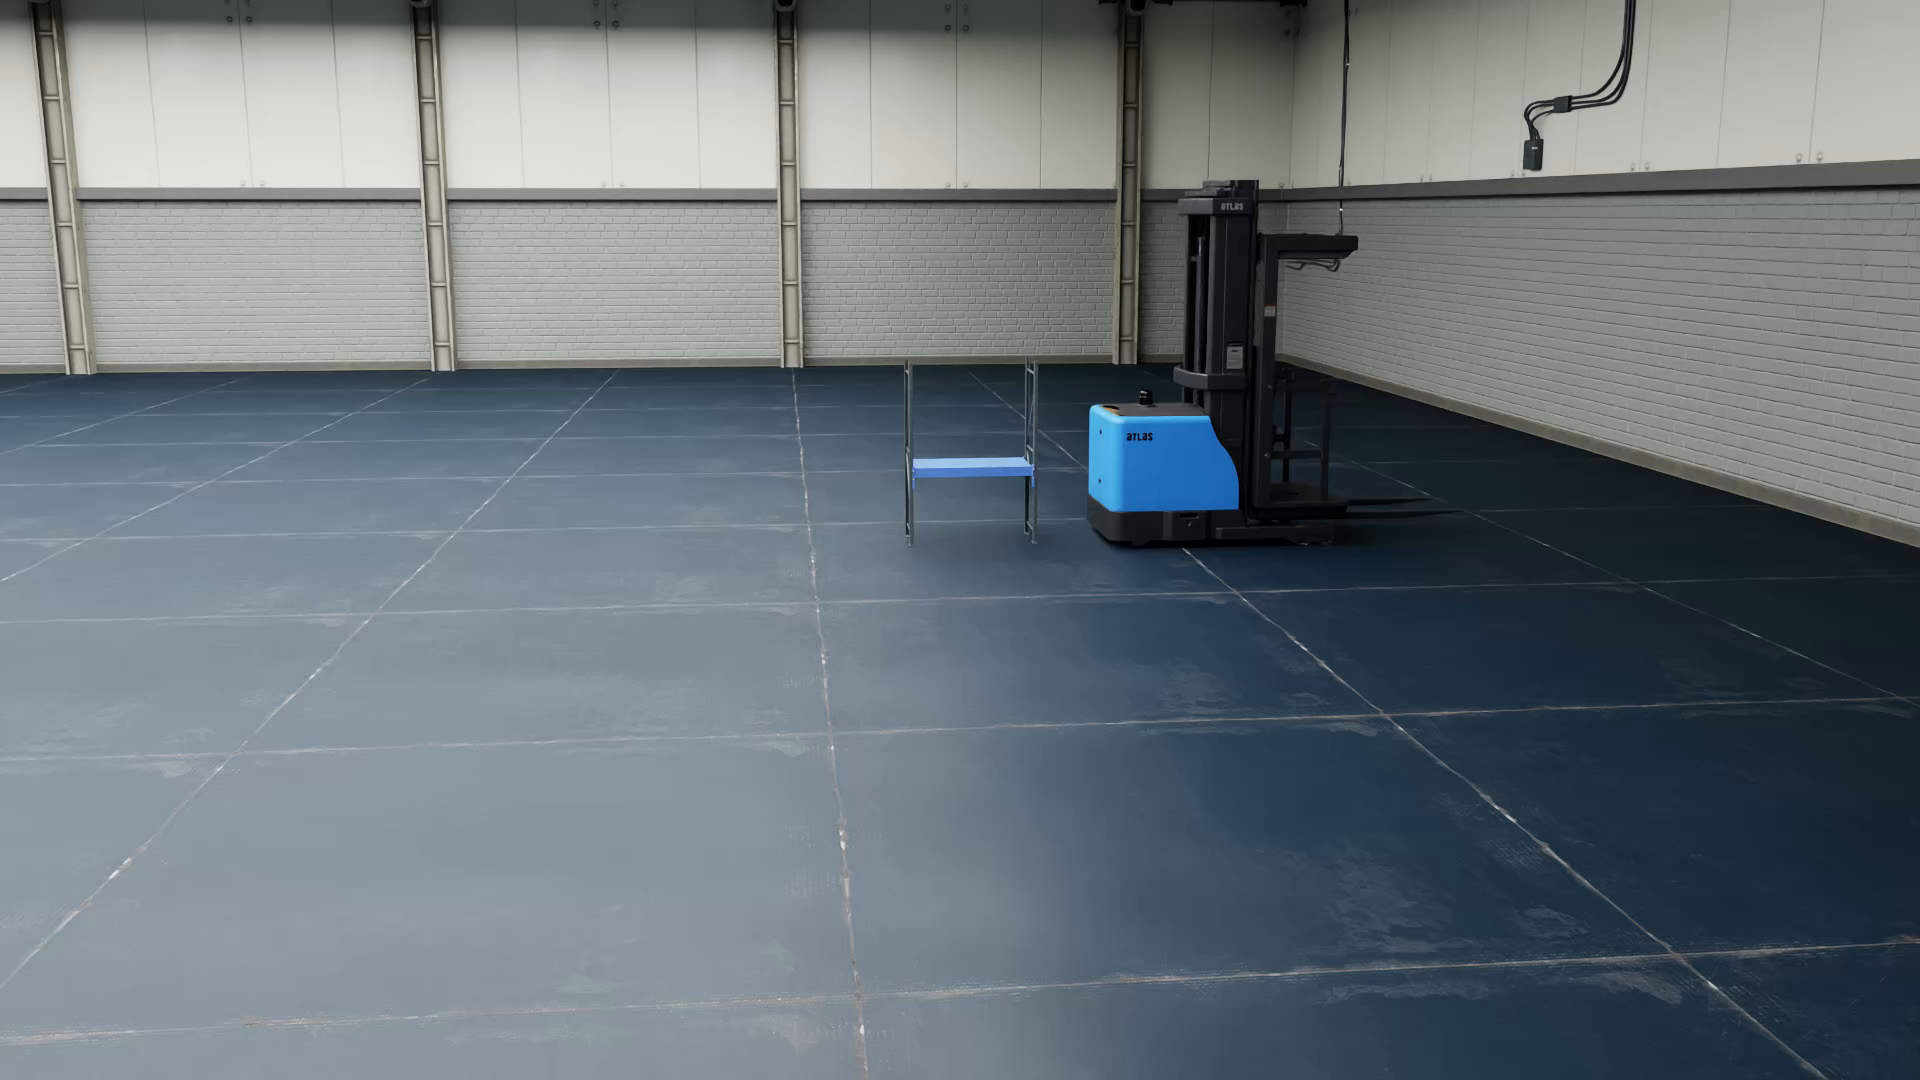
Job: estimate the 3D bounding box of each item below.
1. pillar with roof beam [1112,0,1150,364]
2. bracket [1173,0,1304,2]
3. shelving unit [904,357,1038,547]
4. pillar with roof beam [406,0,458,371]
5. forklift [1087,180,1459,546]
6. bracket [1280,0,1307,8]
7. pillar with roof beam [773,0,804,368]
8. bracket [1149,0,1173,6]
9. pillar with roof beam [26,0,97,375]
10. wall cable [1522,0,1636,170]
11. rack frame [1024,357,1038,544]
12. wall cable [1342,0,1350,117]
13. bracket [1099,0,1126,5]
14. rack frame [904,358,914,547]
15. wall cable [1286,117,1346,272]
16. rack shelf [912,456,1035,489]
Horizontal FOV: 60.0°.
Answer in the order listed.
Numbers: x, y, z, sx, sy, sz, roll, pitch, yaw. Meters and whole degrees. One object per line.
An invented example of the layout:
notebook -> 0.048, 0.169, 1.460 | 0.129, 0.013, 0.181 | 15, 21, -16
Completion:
pillar with roof beam -> 3.449, -6.791, 25.084 | 0.548, 9.000, 9.100 | -1, 11, -6
bracket -> 5.204, -9.361, 28.822 | 3.189, 0.066, 0.076 | -1, 11, -6
shelving unit -> 0.085, -0.738, 13.732 | 1.048, 1.500, 0.538 | -1, 11, -6
pillar with roof beam -> -8.481, -6.541, 23.812 | 0.548, 9.000, 9.100 | -1, 11, -6
forklift -> 2.650, -1.491, 13.855 | 3.031, 2.935, 1.130 | -1, 11, -7
bracket -> 5.791, -9.373, 28.885 | 0.430, 0.232, 0.235 | -1, 11, -6
pillar with roof beam -> -2.516, -6.666, 24.448 | 0.548, 9.000, 9.100 | -1, 11, -6
bracket -> 3.435, -9.323, 28.634 | 0.430, 0.232, 0.235 | -1, 11, -6
pillar with roof beam -> -14.446, -6.416, 23.177 | 0.548, 9.000, 9.100 | -1, 11, -6
wall cable -> 7.065, -7.272, 18.715 | 0.169, 6.003, 2.305 | -1, 11, -6
rack frame -> 0.590, -0.748, 13.786 | 0.032, 1.500, 0.500 | -1, 11, -6
wall cable -> 6.348, -7.860, 25.479 | 0.112, 2.526, 3.097 | -1, 11, -6
bracket -> 2.610, -9.306, 28.546 | 0.430, 0.232, 0.235 | -1, 11, -6
rack frame -> -0.421, -0.727, 13.679 | 0.032, 1.500, 0.500 | -1, 11, -6
wall cable -> 6.056, -5.901, 28.605 | 0.112, 2.526, 3.097 | -1, 11, -6
rack shelf -> 0.085, -0.561, 13.767 | 1.000, 0.185, 0.538 | -1, 11, -6
